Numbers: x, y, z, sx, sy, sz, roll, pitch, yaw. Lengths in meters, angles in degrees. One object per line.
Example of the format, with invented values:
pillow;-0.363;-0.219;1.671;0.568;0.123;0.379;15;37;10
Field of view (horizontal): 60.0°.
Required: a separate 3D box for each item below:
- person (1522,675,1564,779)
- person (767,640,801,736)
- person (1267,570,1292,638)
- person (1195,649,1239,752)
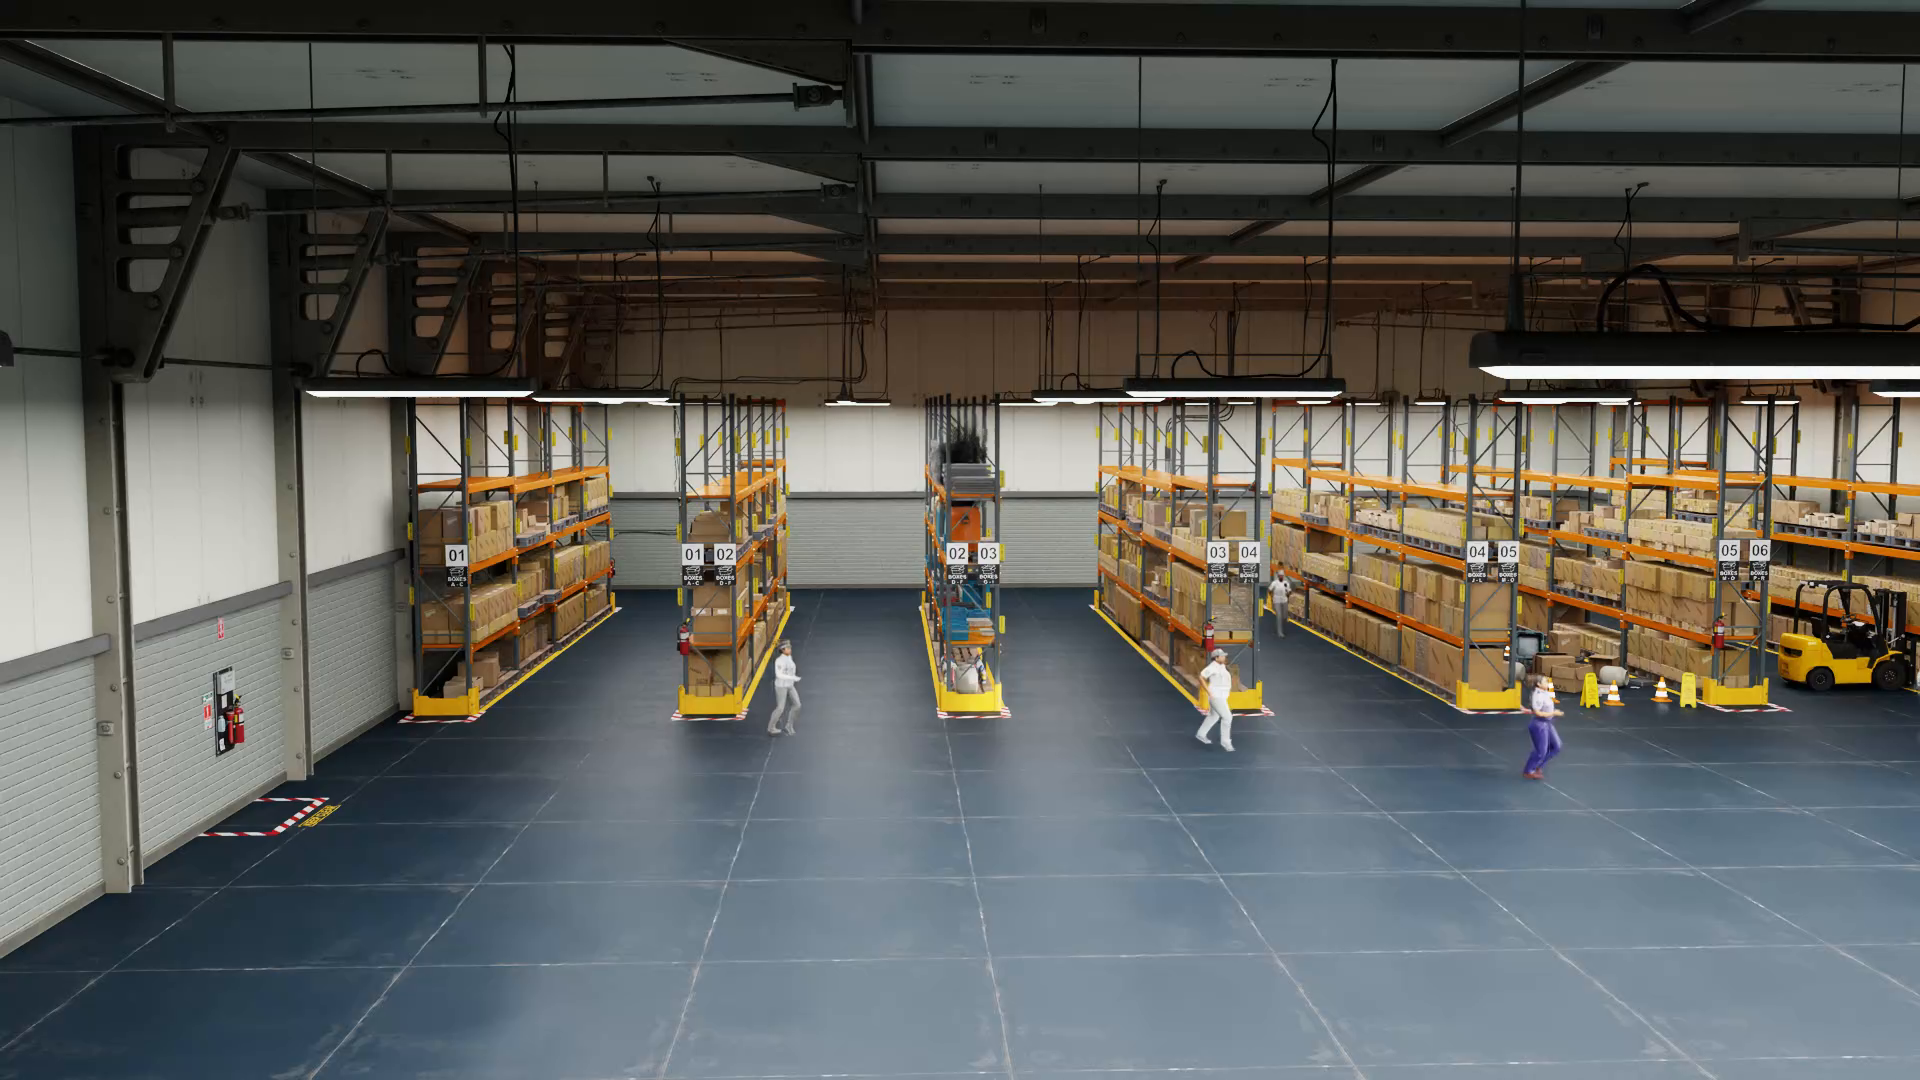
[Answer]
person;9.005;2.897;25.619;0.603;1.625;0.588;3;5;31
person;-3.036;2.605;29.053;0.705;1.742;0.635;2;5;28
person;8.051;1.581;41.804;0.587;1.660;0.852;0;5;-2
person;4.312;2.685;27.975;0.771;1.728;0.581;2;5;24
